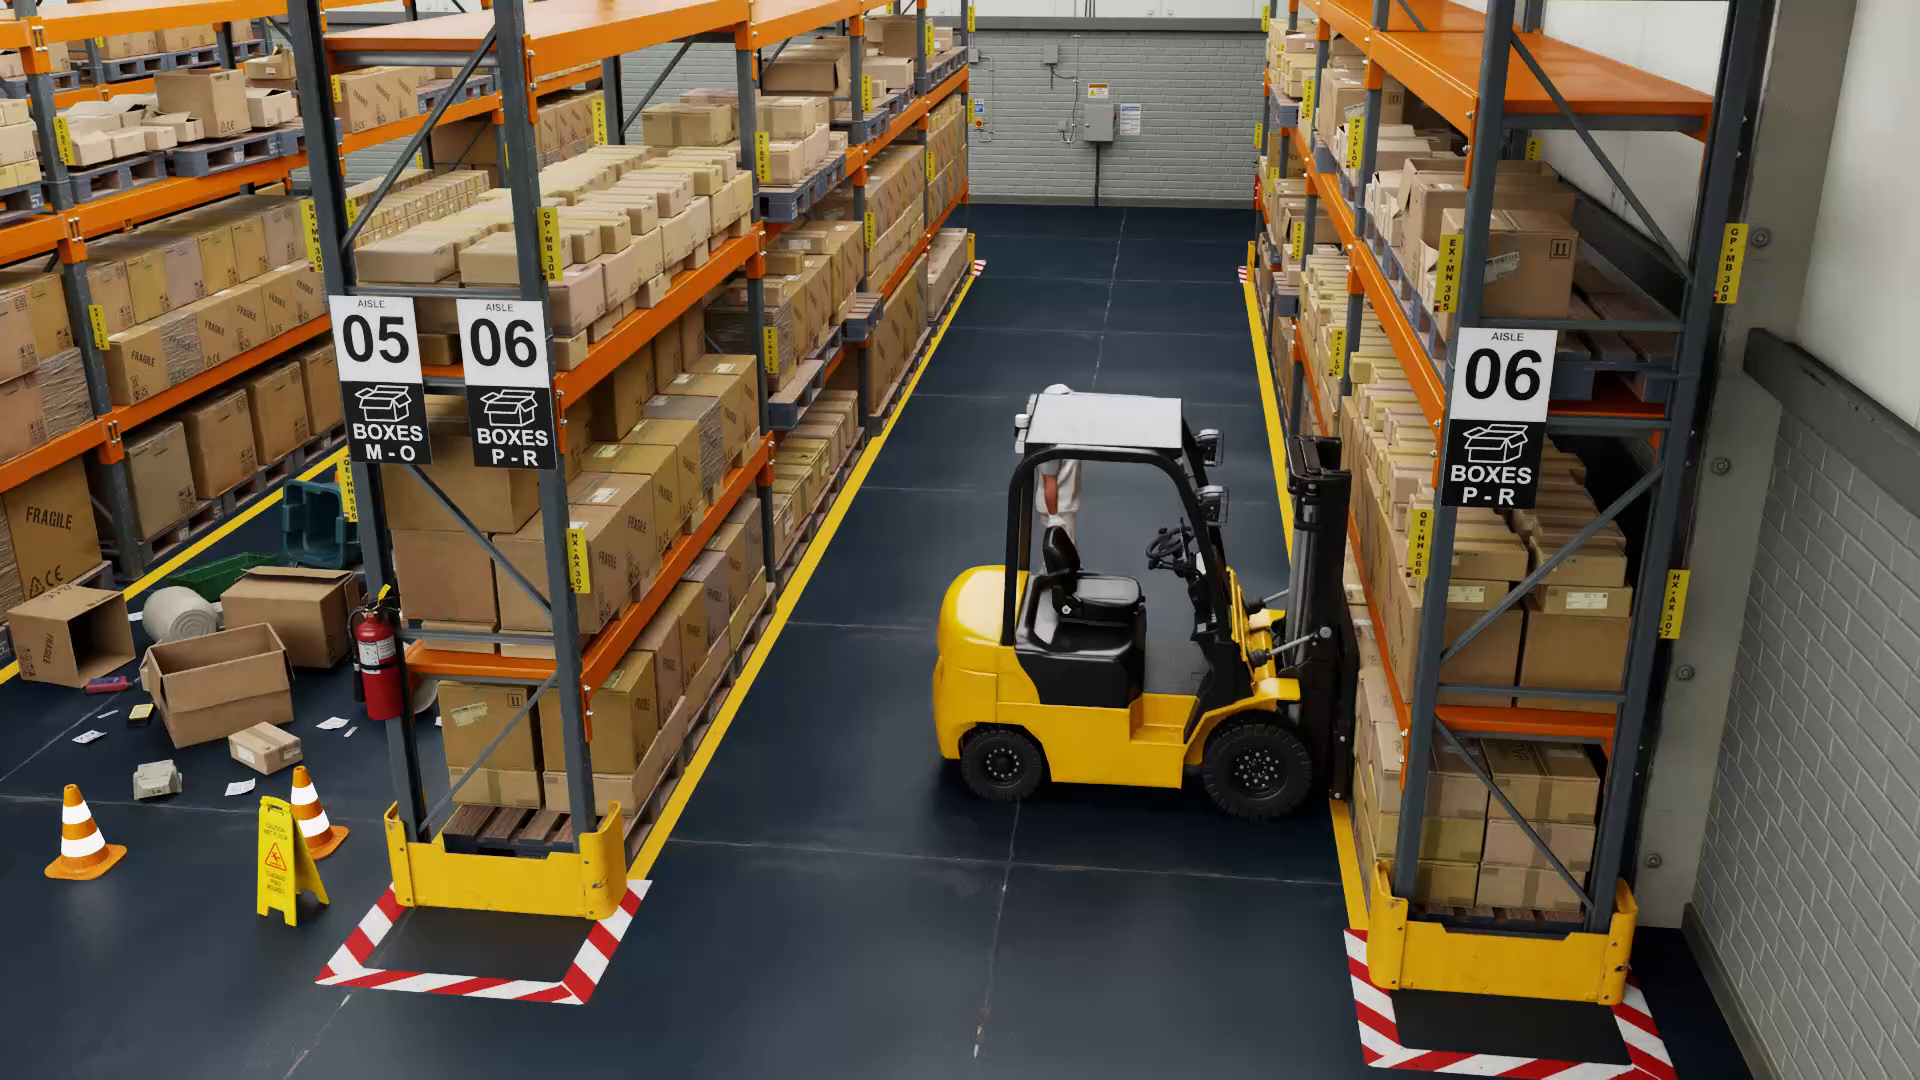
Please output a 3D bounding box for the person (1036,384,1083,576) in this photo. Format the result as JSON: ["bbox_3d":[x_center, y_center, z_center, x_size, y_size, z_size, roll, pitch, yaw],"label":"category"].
[{"bbox_3d":[0.705,-0.218,11.619,0.370,1.787,0.524,3,21,8],"label":"person"}]
